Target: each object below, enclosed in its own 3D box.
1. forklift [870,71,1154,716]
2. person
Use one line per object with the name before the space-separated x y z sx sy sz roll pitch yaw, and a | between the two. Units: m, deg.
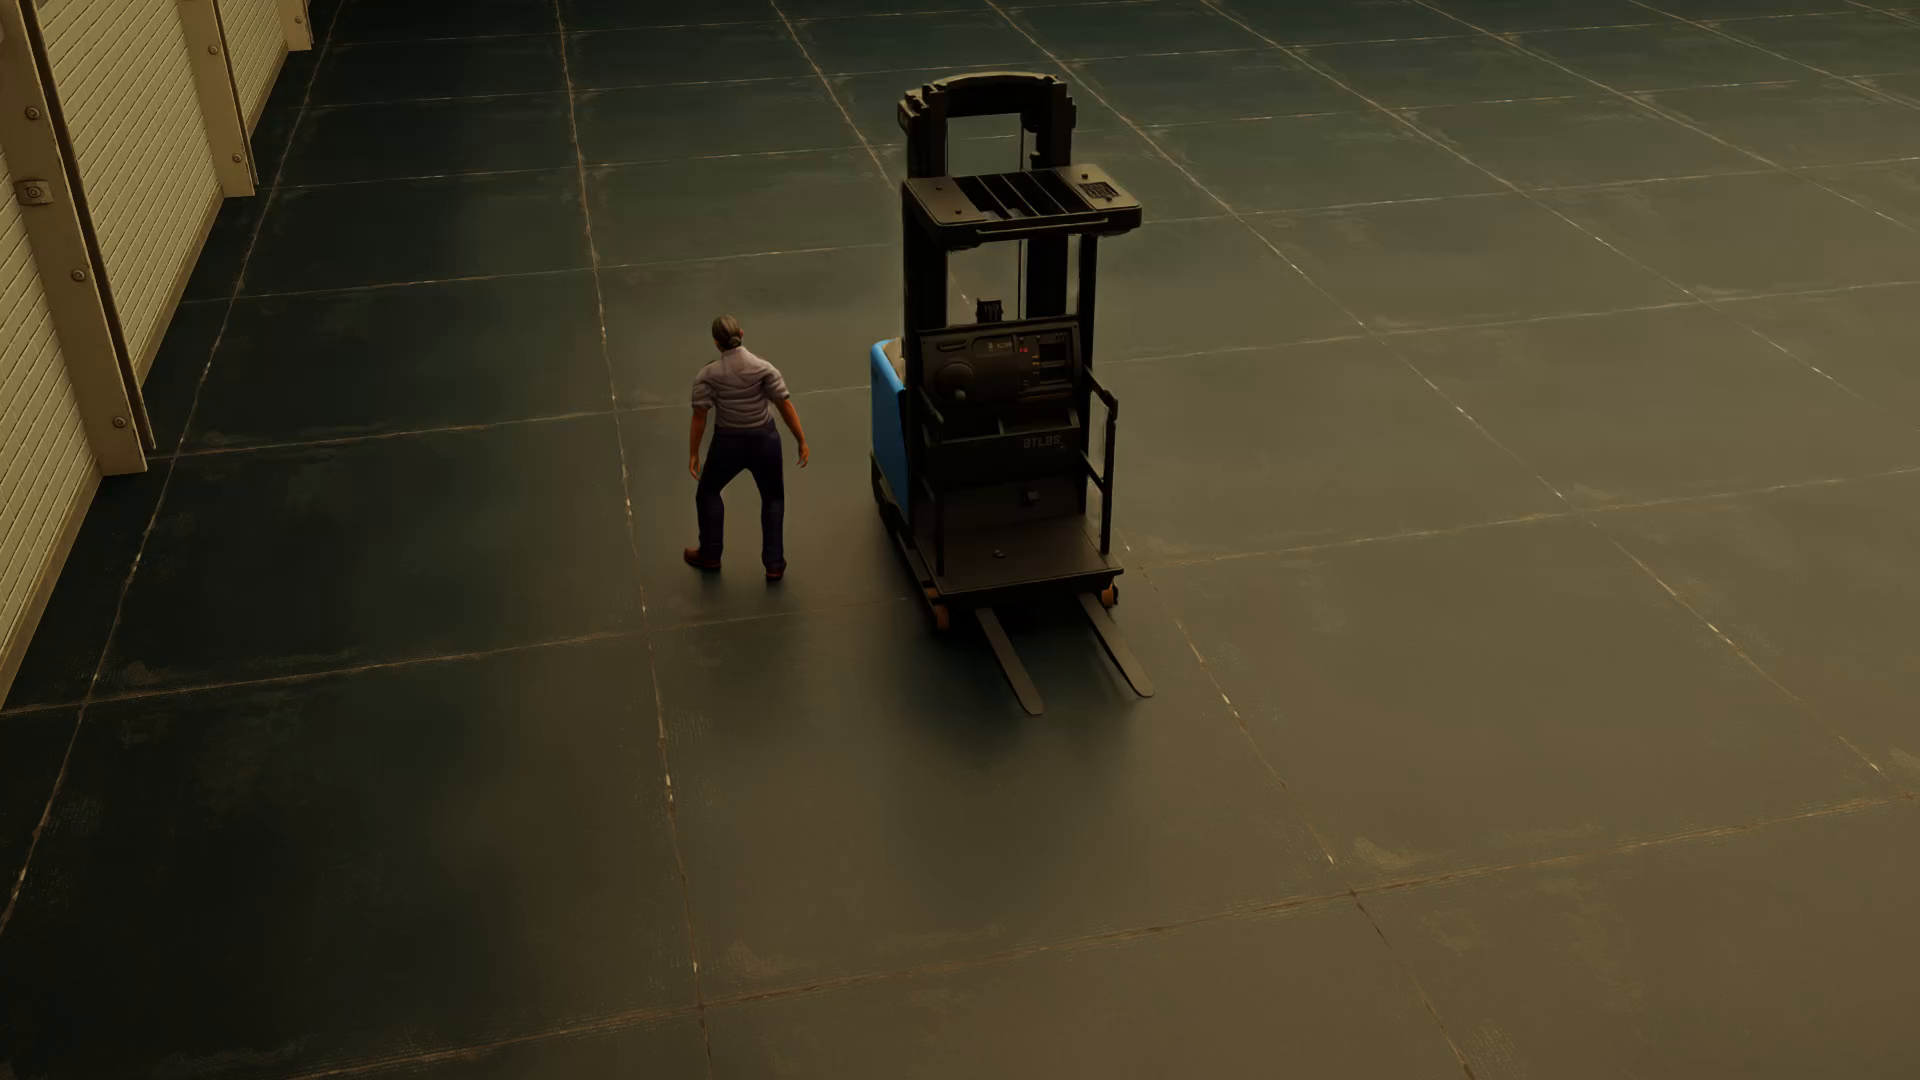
forklift | 0.293 -0.954 9.222 1.130 2.935 3.031 -8 31 -13
person | -1.300 -0.531 9.841 0.820 1.626 0.402 -1 30 -2
